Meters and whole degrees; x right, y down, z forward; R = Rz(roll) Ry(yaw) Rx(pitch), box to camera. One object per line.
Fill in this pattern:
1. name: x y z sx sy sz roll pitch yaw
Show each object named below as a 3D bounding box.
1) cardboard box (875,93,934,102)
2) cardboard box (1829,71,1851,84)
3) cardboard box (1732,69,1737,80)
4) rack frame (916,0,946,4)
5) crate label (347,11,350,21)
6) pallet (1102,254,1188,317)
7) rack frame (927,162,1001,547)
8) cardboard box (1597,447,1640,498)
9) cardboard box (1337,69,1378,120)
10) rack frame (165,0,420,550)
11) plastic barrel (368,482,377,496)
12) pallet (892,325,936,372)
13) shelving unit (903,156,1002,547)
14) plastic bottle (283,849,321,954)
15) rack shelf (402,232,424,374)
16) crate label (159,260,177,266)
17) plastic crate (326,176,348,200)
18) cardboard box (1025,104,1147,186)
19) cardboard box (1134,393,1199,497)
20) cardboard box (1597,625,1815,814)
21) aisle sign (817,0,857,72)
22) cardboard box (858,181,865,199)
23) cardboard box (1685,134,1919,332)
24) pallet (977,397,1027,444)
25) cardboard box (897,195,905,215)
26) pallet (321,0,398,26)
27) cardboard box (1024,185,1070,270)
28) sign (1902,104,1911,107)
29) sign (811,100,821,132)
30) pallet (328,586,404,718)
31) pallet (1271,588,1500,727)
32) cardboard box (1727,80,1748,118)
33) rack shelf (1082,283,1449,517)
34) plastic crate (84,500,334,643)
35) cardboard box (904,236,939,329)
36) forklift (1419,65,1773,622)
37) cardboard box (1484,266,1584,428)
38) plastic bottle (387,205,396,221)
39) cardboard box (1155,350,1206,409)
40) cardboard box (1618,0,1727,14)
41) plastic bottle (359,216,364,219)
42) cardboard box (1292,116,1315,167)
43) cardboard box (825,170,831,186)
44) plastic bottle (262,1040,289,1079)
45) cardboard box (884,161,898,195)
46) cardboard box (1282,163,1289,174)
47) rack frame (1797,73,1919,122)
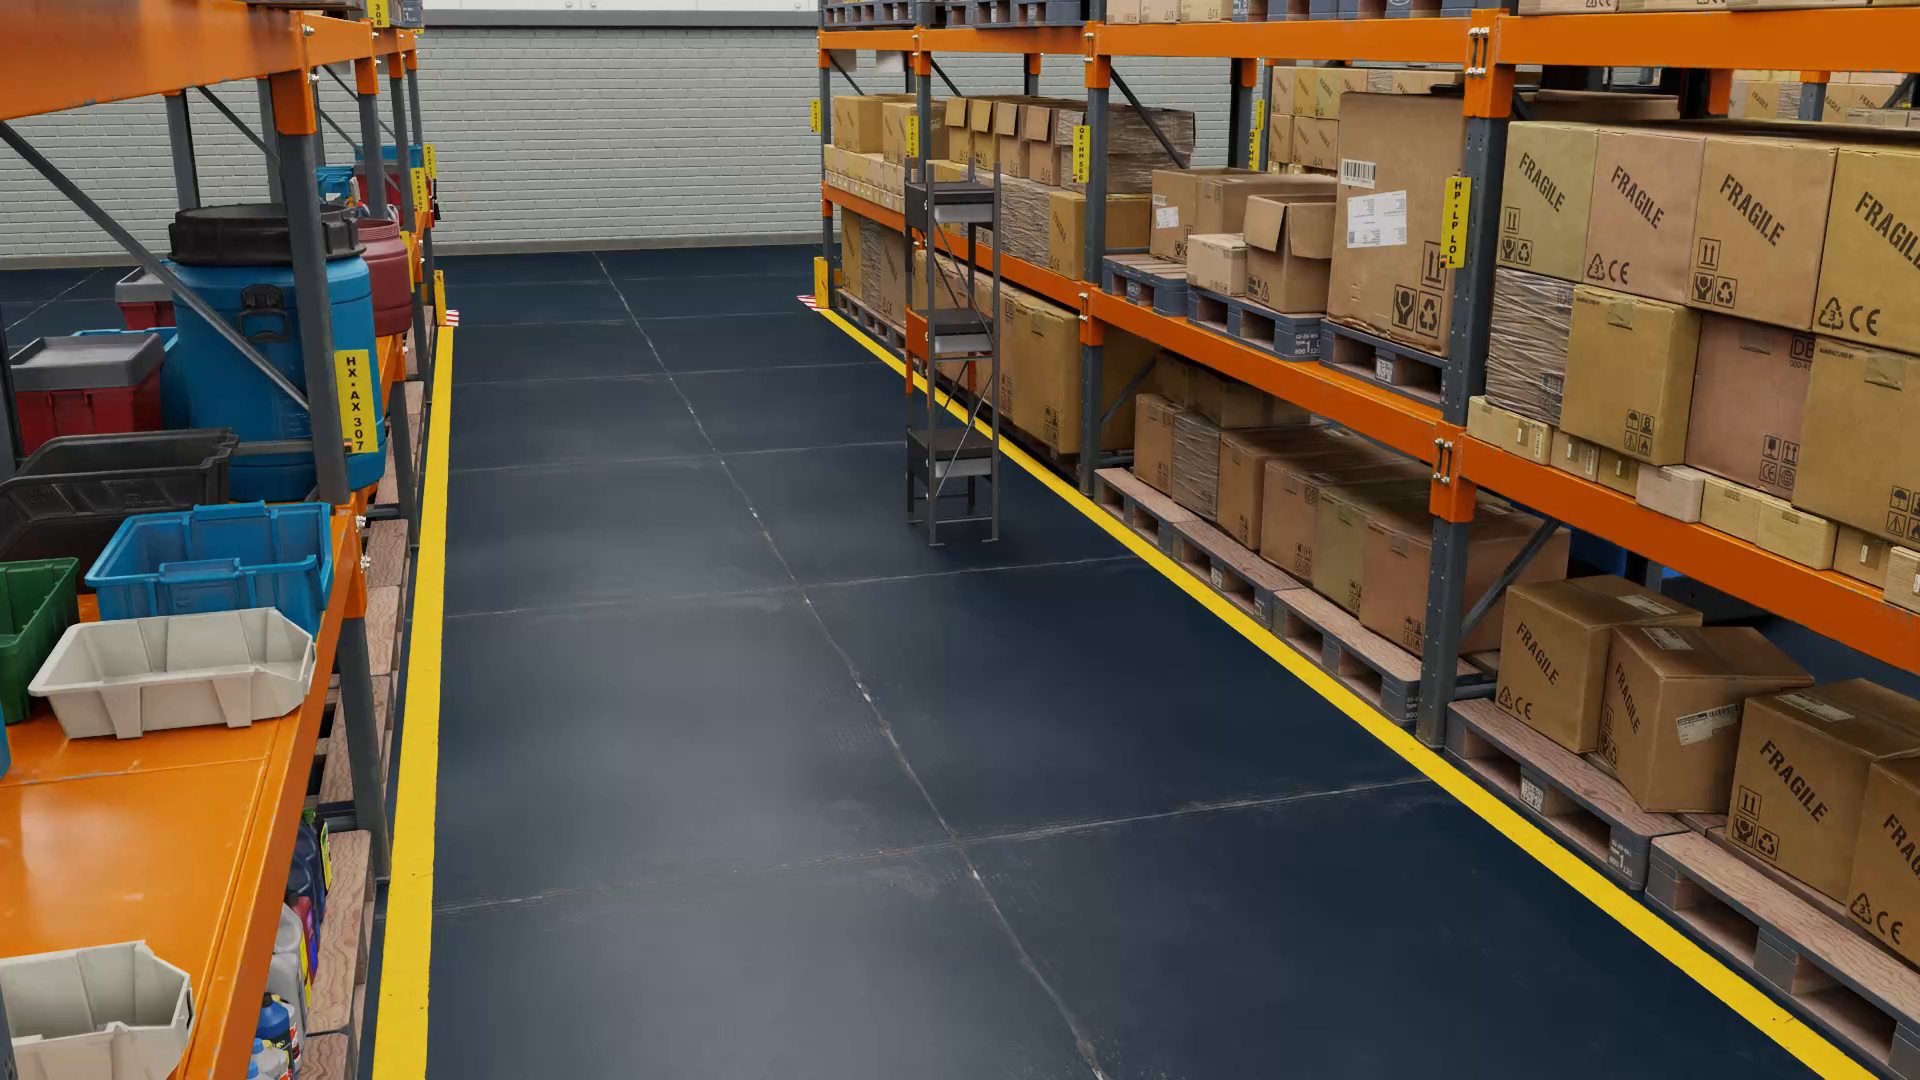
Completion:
1. cardboard box: -0.567 -4.285 16.943 0.500 0.500 0.500 -4 17 -15
2. cardboard box: 9.170 -4.764 17.057 0.380 0.149 0.250 -5 17 -16
3. cardboard box: 8.721 -5.182 18.451 0.380 0.149 0.250 -5 17 -15
4. rack frame: 0.146 -5.736 12.905 1.000 3.000 0.127 -5 17 -15
5. crate label: -4.473 -3.940 12.598 0.293 0.136 0.466 -5 17 -15
6. pallet: 1.544 -1.476 9.484 1.213 0.211 1.003 -5 17 -15
7. rack frame: 0.022 -0.984 9.078 0.400 2.100 0.015 -5 17 -15
8. cardboard box: 2.344 -0.241 5.476 0.380 0.149 0.250 -5 17 -15
9. cardboard box: 4.121 -4.432 16.564 0.500 0.500 0.500 -5 18 -17
10. rack frame: -3.517 -1.365 8.781 1.000 3.000 0.127 -5 17 -15
11. plastic barrel: -3.668 -0.660 9.479 0.600 0.830 0.708 -5 17 -15
12. pallet: 0.012 -1.744 14.890 1.003 0.211 1.213 -5 17 -15
13. shelving unit: -0.045 -1.051 9.302 0.431 2.100 0.503 -5 17 -15
14. plastic bottle: -1.911 1.008 4.722 0.144 0.351 0.185 -6 18 -18
15. rack shelf: -4.066 -1.573 10.727 1.077 0.370 4.000 -5 17 -15
16. crate label: -3.504 -1.085 7.790 0.502 0.435 0.616 -5 17 -15
17. plastic crate: -5.602 -3.068 14.637 0.416 0.233 0.300 -5 17 -15
18. cardboard box: 0.884 -2.669 11.205 0.797 0.503 0.637 -4 17 -14
19. cardboard box: 1.449 -0.586 9.770 0.700 0.500 0.500 -6 18 -18
20. cardboard box: 2.581 0.618 5.796 0.500 0.500 0.500 1 17 2
21. aisle sign: -1.261 -5.210 17.065 0.394 0.787 0.004 -5 17 -15
22. cardboard box: -0.749 -3.299 15.658 0.380 0.149 0.250 -5 17 -17
23. cardboard box: 2.500 -0.898 4.799 0.500 0.500 0.500 -5 17 -15
24. pallet: 0.770 -0.982 12.353 1.003 0.211 1.213 -5 17 -15
25. cardboard box: -0.324 -2.872 14.237 0.380 0.149 0.250 -4 17 -14
26. pallet: -3.633 -2.930 9.107 1.003 0.211 1.213 -5 17 -15
27. cardboard box: 0.740 -2.059 10.920 0.500 0.500 0.500 -5 17 -16
28. sign: 9.141 -4.054 16.093 0.100 0.325 0.005 -5 17 -15
29. sign: -1.488 -4.380 17.175 0.100 0.325 0.005 -5 17 -15
30. pallet: -3.010 0.525 7.338 1.003 0.211 1.213 -5 17 -15
31. pallet: 2.129 0.470 7.519 1.003 0.211 1.213 -5 17 -15
32. cardboard box: 8.731 -4.840 18.439 0.500 0.500 0.500 -5 17 -16
33. rack shelf: 1.795 -0.859 8.347 1.077 0.370 4.000 -5 17 -15
34. plastic crate: -1.852 0.098 4.172 0.499 0.251 0.616 -5 17 -15
35. cardboard box: 0.042 -2.235 14.642 0.875 0.875 0.875 -5 17 -15
36. forklift: 3.146 -1.366 8.903 1.130 2.935 3.031 -5 17 -16
37. cardboard box: 2.409 -0.711 5.914 0.875 0.500 0.500 -5 17 -15
38. plastic bottle: -4.049 -2.219 11.712 0.144 0.351 0.185 -5 17 -15
39. cardboard box: 1.458 -0.946 9.664 0.500 0.250 0.500 -4 17 -13
40. cardboard box: 2.372 -1.724 5.024 0.500 0.250 0.500 -5 17 -16
41. plastic bottle: -4.073 -2.071 11.355 0.097 0.271 0.097 0 17 0
42. cardboard box: 3.873 -4.232 17.635 0.500 0.500 0.500 -5 17 -15
43. cardboard box: -1.173 -3.725 17.074 0.380 0.149 0.250 -4 17 -15
44. plastic bottle: -1.666 1.302 4.004 0.097 0.201 0.097 0 17 0
45. cardboard box: -0.372 -3.178 14.561 0.500 0.250 0.500 -4 17 -14
46. cardboard box: 3.727 -4.030 18.092 0.380 0.149 0.250 -4 17 -13
47. rack frame: 6.042 -2.121 11.297 1.000 3.000 0.127 -5 17 -15
